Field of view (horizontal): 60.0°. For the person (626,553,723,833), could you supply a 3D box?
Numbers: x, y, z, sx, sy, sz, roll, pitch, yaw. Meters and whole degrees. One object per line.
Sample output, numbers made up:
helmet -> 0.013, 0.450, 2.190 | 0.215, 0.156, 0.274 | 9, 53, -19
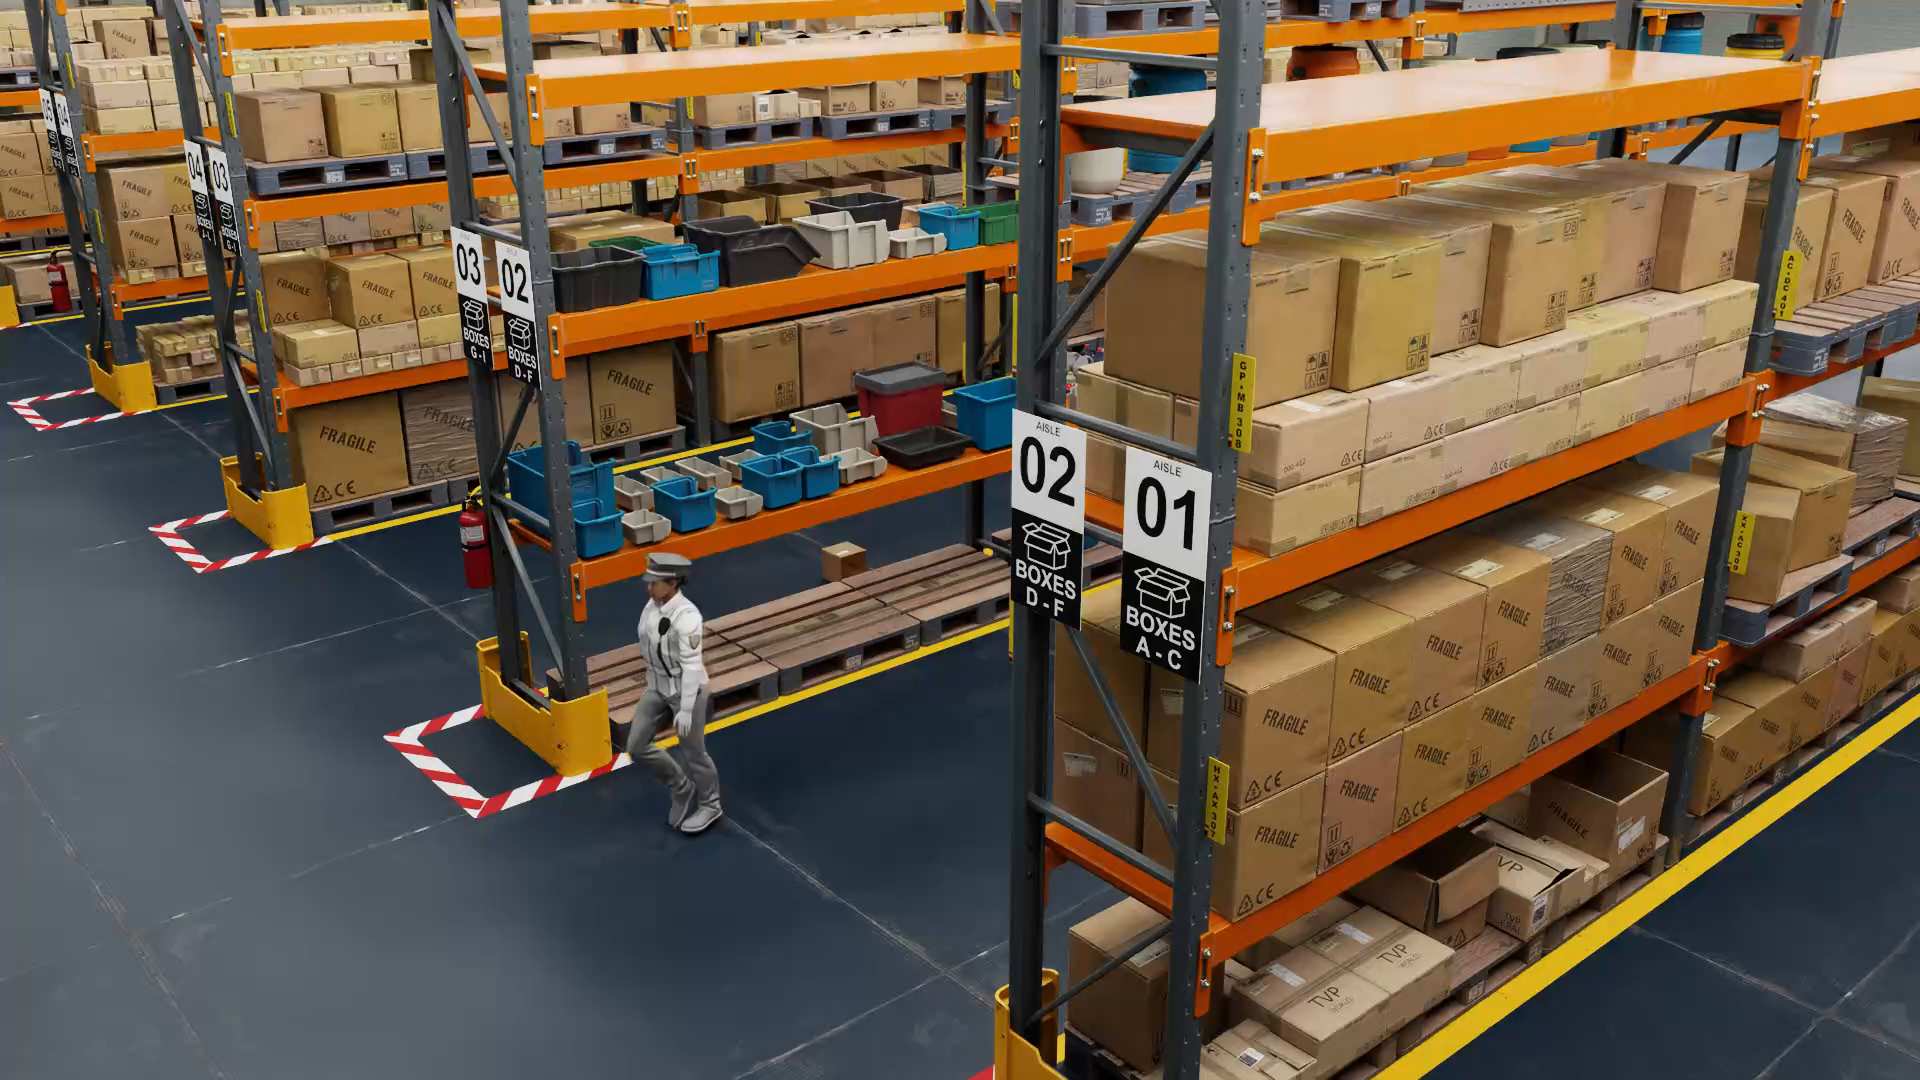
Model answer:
person -> -1.608, 0.869, 9.274 | 0.468, 1.695, 0.538 | -20, 28, -41
